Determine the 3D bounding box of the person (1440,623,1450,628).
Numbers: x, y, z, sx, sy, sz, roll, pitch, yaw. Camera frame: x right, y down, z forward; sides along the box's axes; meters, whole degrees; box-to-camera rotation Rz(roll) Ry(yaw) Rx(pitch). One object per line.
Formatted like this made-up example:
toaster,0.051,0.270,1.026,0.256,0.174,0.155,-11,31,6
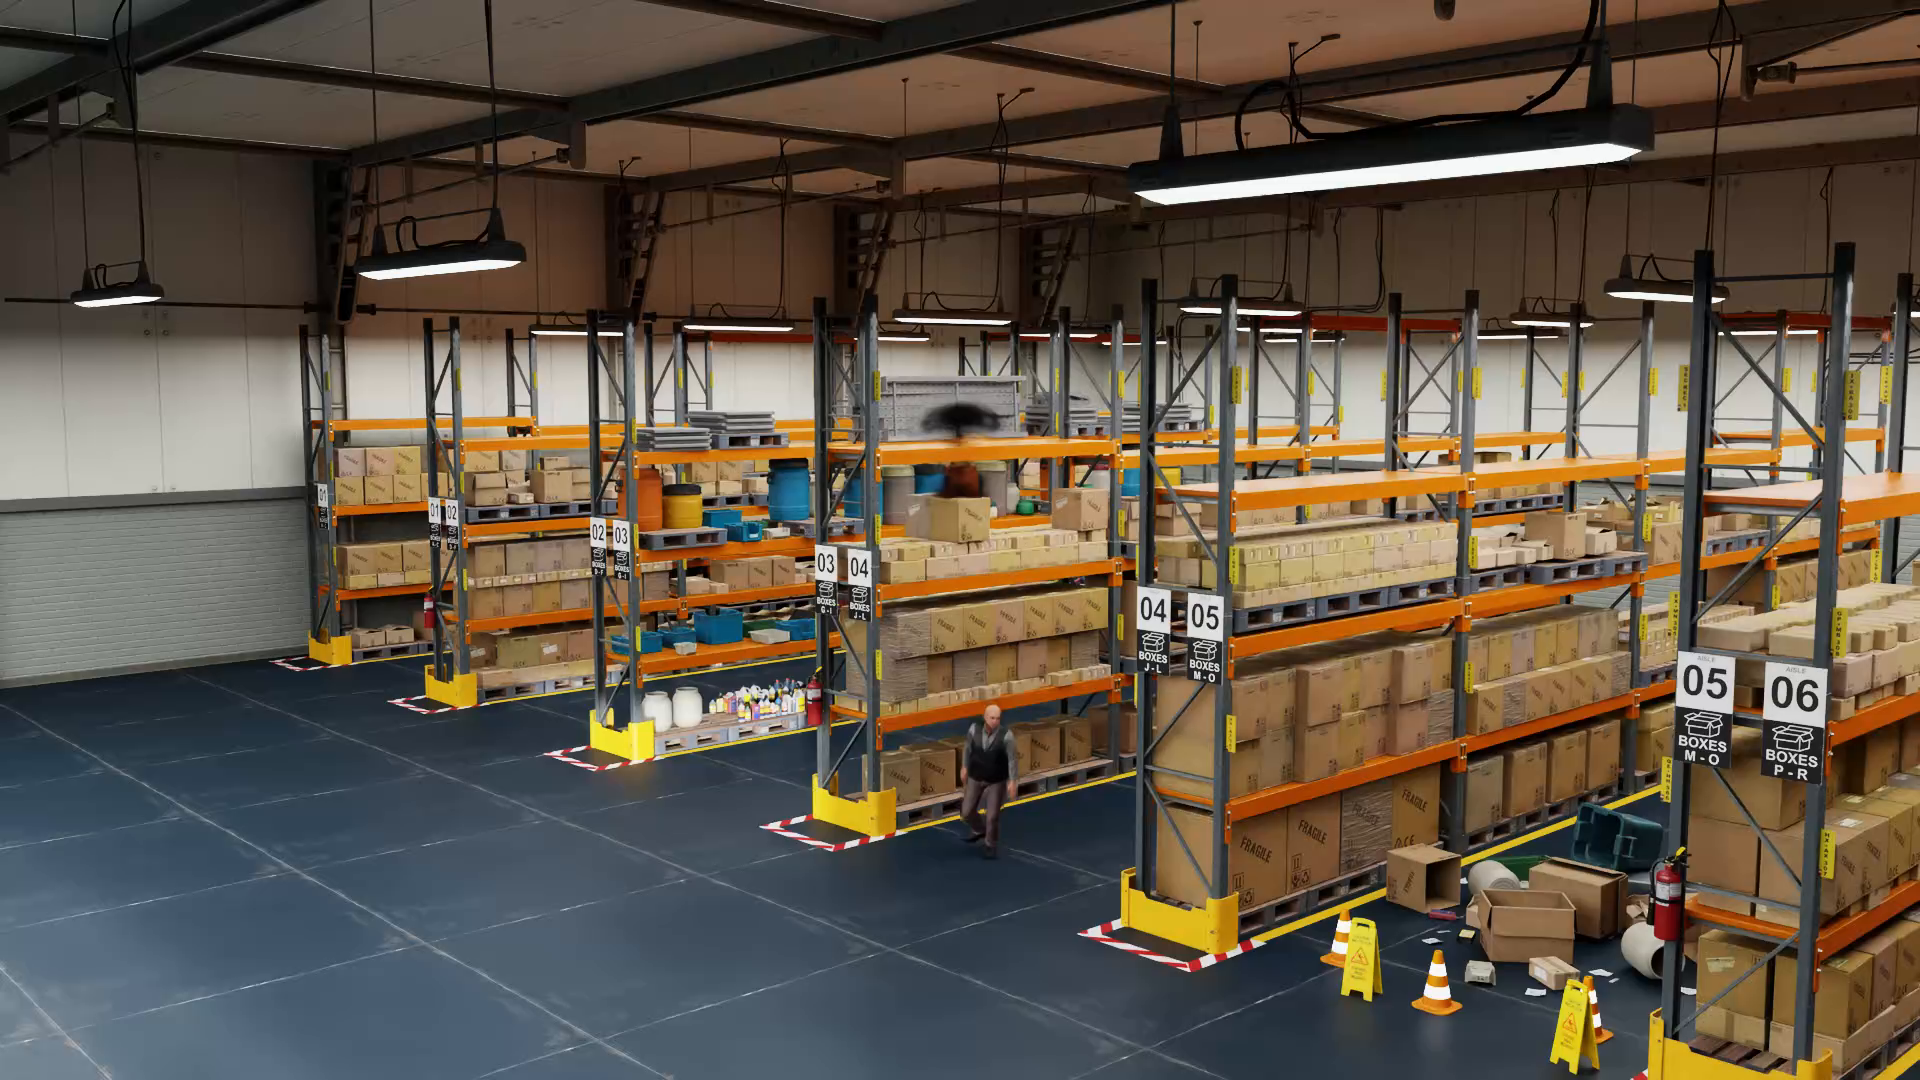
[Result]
person,6.565,2.028,22.408,0.832,1.825,0.626,-5,8,-43

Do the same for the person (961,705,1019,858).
person,0.309,2.546,17.728,0.685,1.676,0.562,1,6,14
